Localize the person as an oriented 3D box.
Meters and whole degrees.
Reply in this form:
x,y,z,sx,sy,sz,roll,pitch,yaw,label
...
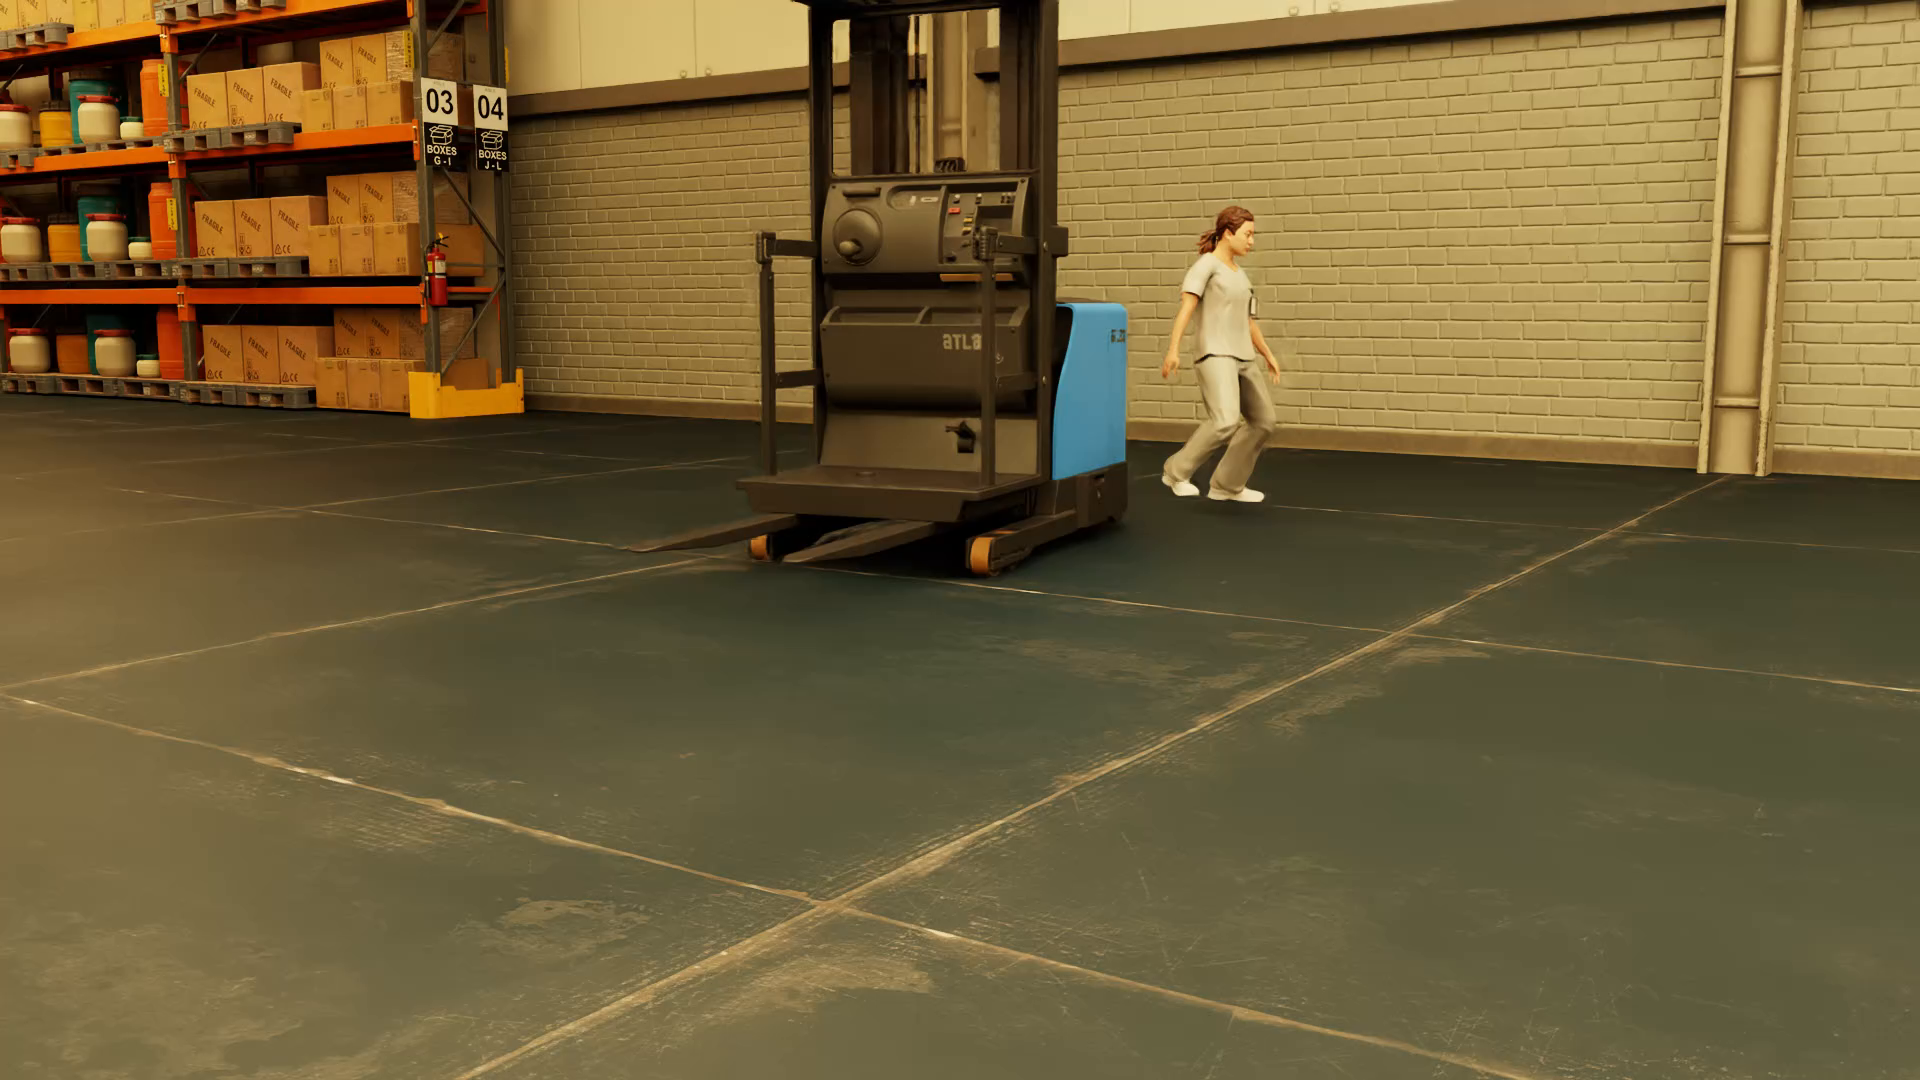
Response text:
x,y,z,sx,sy,sz,roll,pitch,yaw,label
1.391,-0.957,8.764,0.798,1.586,0.483,-8,11,-43,person

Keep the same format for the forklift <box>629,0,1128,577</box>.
x,y,z,sx,sy,sz,roll,pitch,yaw,label
-0.237,-1.371,6.837,1.130,2.935,3.031,4,9,23,forklift
